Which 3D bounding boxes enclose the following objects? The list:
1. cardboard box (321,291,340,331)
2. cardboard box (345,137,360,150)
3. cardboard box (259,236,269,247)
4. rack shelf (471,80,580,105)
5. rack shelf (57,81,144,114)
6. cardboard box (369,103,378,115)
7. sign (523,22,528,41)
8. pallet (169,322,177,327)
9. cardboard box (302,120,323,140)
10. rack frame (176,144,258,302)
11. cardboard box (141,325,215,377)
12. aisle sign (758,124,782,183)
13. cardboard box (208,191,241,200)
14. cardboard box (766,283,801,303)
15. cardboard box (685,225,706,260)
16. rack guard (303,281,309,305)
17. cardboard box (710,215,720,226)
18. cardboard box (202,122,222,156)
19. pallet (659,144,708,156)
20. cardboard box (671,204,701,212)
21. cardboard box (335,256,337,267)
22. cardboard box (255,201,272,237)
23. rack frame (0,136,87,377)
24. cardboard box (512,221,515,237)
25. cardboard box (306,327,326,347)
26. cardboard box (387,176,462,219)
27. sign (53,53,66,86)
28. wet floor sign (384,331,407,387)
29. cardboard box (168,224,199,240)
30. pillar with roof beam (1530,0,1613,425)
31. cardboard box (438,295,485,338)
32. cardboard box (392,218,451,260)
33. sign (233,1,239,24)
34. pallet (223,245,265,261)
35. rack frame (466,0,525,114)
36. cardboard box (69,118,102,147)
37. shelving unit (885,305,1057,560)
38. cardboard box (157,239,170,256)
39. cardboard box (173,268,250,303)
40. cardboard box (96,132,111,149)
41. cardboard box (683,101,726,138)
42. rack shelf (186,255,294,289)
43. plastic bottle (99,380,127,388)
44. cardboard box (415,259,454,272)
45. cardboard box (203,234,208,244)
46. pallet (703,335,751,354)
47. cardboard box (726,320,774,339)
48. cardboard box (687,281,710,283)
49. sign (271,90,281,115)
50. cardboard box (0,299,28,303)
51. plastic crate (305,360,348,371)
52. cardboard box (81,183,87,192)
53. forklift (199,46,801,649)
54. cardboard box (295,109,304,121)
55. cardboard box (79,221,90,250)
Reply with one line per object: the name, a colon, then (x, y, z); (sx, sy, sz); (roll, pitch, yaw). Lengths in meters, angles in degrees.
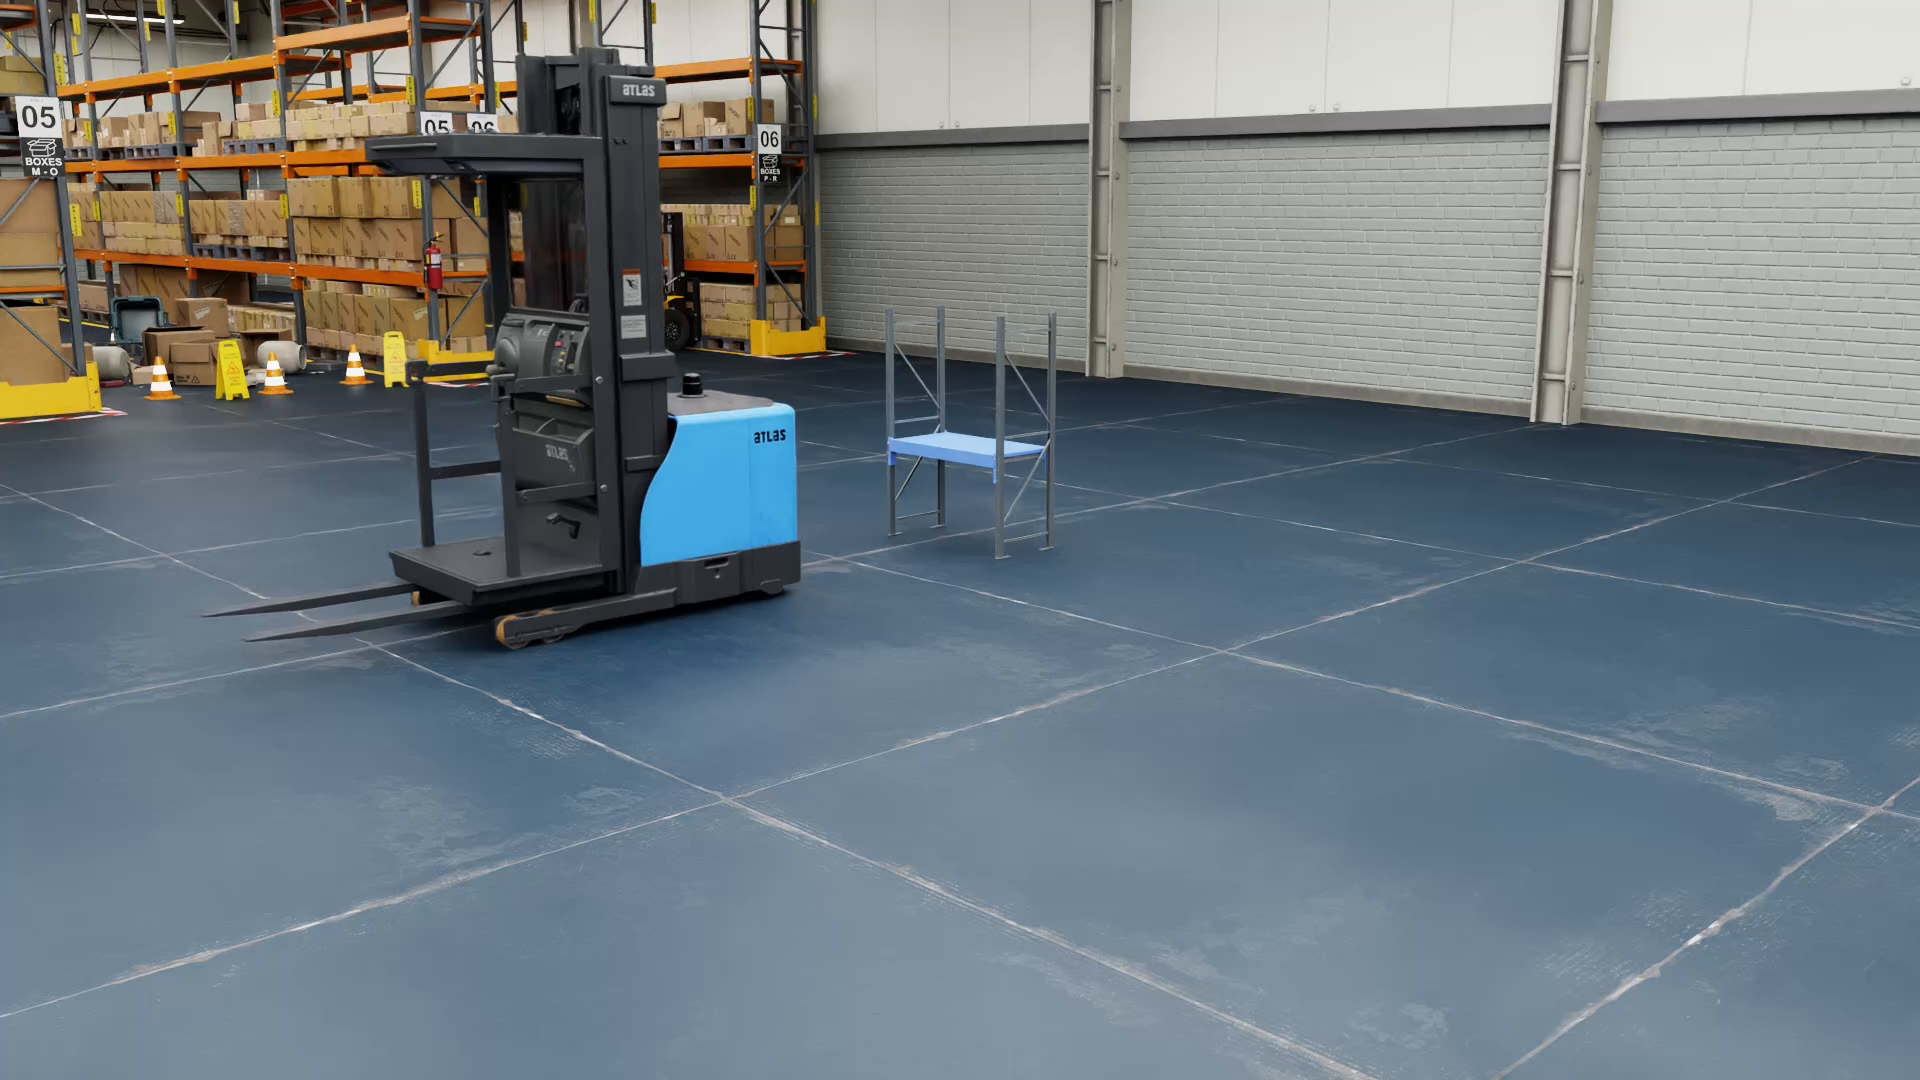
cardboard box: (-8.251, -3.096, 22.420); (0.500, 0.500, 0.500); (-10, 15, -40)
cardboard box: (-7.620, -5.063, 21.243); (0.380, 0.149, 0.250); (-11, 16, -43)
cardboard box: (-9.769, -4.263, 23.750); (0.380, 0.149, 0.250); (-11, 16, -43)
rack shelf: (-6.635, -7.444, 27.516); (1.077, 0.370, 4.000); (-11, 16, -43)
rack shelf: (-15.747, -7.919, 29.823); (1.077, 0.370, 4.000); (-11, 16, -43)
cardboard box: (-7.167, -5.390, 20.850); (0.380, 0.149, 0.250); (-11, 16, -43)
sign: (-7.617, -8.897, 29.088); (0.100, 0.325, 0.005); (-11, 16, -43)
pallet: (-12.093, -3.413, 26.956); (1.003, 0.211, 1.213); (-11, 16, -43)
cardboard box: (-8.372, -5.435, 22.059); (0.500, 0.250, 0.500); (-11, 16, -43)
rack frame: (-11.603, -4.654, 26.066); (1.000, 3.000, 0.127); (-11, 16, -43)
cardboard box: (-9.775, -2.369, 20.826); (0.797, 0.637, 0.503); (-11, 16, -43)
aisle sign: (-2.658, -5.401, 23.251); (0.394, 0.787, 0.004); (-11, 16, -43)
cardboard box: (-11.767, -5.298, 26.469); (0.500, 0.500, 0.500); (11, 16, 43)
cardboard box: (-2.686, -3.624, 24.361); (0.500, 0.250, 0.500); (-11, 16, -43)
cardboard box: (-3.727, -4.414, 24.656); (0.500, 0.500, 0.500); (-11, 16, -44)
rack guard: (-13.488, -5.278, 35.291); (1.175, 0.500, 0.348); (-11, 16, -43)
cardboard box: (-3.429, -4.674, 24.309); (0.380, 0.149, 0.250); (-11, 16, -43)
cardboard box: (-10.956, -6.032, 25.075); (0.700, 0.500, 0.500); (-11, 16, -43)
pallet: (-4.646, -6.067, 25.712); (1.003, 0.211, 1.213); (-11, 16, -43)
cardboard box: (-4.116, -4.976, 25.037); (0.380, 0.149, 0.250); (-11, 16, -42)
cardboard box: (-8.086, -3.717, 22.140); (0.380, 0.149, 0.250); (-11, 16, -43)
cardboard box: (-9.669, -4.578, 23.672); (0.500, 0.500, 0.500); (-11, 16, -42)
rack frame: (-9.589, -2.782, 16.979); (1.000, 3.000, 0.127); (-11, 16, -43)
cardboard box: (-7.541, -5.345, 28.555); (0.500, 0.250, 0.500); (-10, 15, -41)
cardboard box: (-8.629, -2.805, 22.867); (0.500, 0.250, 0.500); (11, 16, 43)
cardboard box: (-6.589, -4.215, 20.472); (0.500, 0.500, 0.700); (11, 16, 44)
sign: (-9.184, -4.794, 16.951); (0.100, 0.325, 0.005); (-11, 16, -43)
wet floor sign: (-6.721, -2.156, 19.778); (0.267, 0.644, 0.232); (-5, 13, -23)
cardboard box: (-12.122, -4.860, 26.202); (0.500, 0.250, 0.500); (-11, 16, -43)
pillar with roof beam: (2.853, -4.993, 12.844); (9.100, 9.000, 0.400); (-11, 16, -43)
cardboard box: (-6.453, -2.872, 21.333); (0.500, 0.500, 0.500); (11, 16, 43)
cardboard box: (-6.653, -3.722, 20.557); (0.500, 0.500, 0.500); (-11, 16, -44)
sign: (-11.218, -8.165, 25.732); (0.100, 0.325, 0.005); (-11, 16, -43)
pallet: (-10.207, -4.277, 24.710); (1.003, 0.211, 1.213); (-11, 16, -43)
rack frame: (-8.016, -8.284, 28.820); (1.000, 3.000, 0.127); (-11, 16, -43)
cardboard box: (-15.320, -7.204, 29.467); (0.797, 0.503, 0.637); (-9, 15, -38)
shelving unit: (0.059, -0.722, 10.700); (0.538, 1.500, 1.048); (-11, 16, -43)
cardboard box: (-12.505, -4.690, 26.615); (0.500, 0.250, 0.500); (-11, 16, -42)
cardboard box: (-12.020, -3.931, 26.783); (0.875, 0.875, 0.875); (-11, 16, -43)
cardboard box: (-14.273, -6.725, 27.977); (0.396, 0.266, 0.258); (-11, 16, -43)
cardboard box: (-3.608, -6.145, 24.335); (0.700, 0.500, 0.500); (-11, 16, -42)
rack shelf: (-10.222, -4.009, 24.721); (1.077, 0.370, 4.000); (-11, 16, -43)
plastic bottle: (-10.079, -1.862, 19.796); (0.133, 0.061, 0.283); (6, 13, 26)
cardboard box: (-6.492, -3.388, 20.544); (0.380, 0.149, 0.250); (-10, 15, -41)
cardboard box: (-11.342, -4.617, 25.470); (0.250, 0.149, 0.380); (11, 16, 42)
pallet: (-3.050, -2.918, 24.553); (1.003, 0.211, 1.213); (-11, 16, -43)
cardboard box: (-3.044, -3.062, 24.113); (0.500, 0.250, 0.500); (-11, 16, -42)
cardboard box: (-4.092, -3.772, 25.081); (0.500, 0.250, 0.500); (-11, 16, -44)
sign: (-9.240, -5.907, 22.460); (0.100, 0.325, 0.005); (-11, 16, -43)
cardboard box: (-10.714, -2.164, 18.209); (0.875, 0.875, 0.875); (-11, 16, -43)
plastic crate: (-8.350, -2.297, 21.860); (0.583, 0.080, 0.402); (6, 13, 26)
cardboard box: (-15.265, -6.220, 29.336); (0.380, 0.149, 0.250); (-11, 16, -43)
forklift: (-2.342, -1.011, 8.556); (3.031, 2.935, 1.130); (-10, 15, -40)
cardboard box: (-8.659, -5.681, 22.266); (0.380, 0.149, 0.250); (-10, 15, -41)
cardboard box: (-15.230, -5.393, 29.405); (0.500, 0.500, 0.500); (11, 16, 44)
